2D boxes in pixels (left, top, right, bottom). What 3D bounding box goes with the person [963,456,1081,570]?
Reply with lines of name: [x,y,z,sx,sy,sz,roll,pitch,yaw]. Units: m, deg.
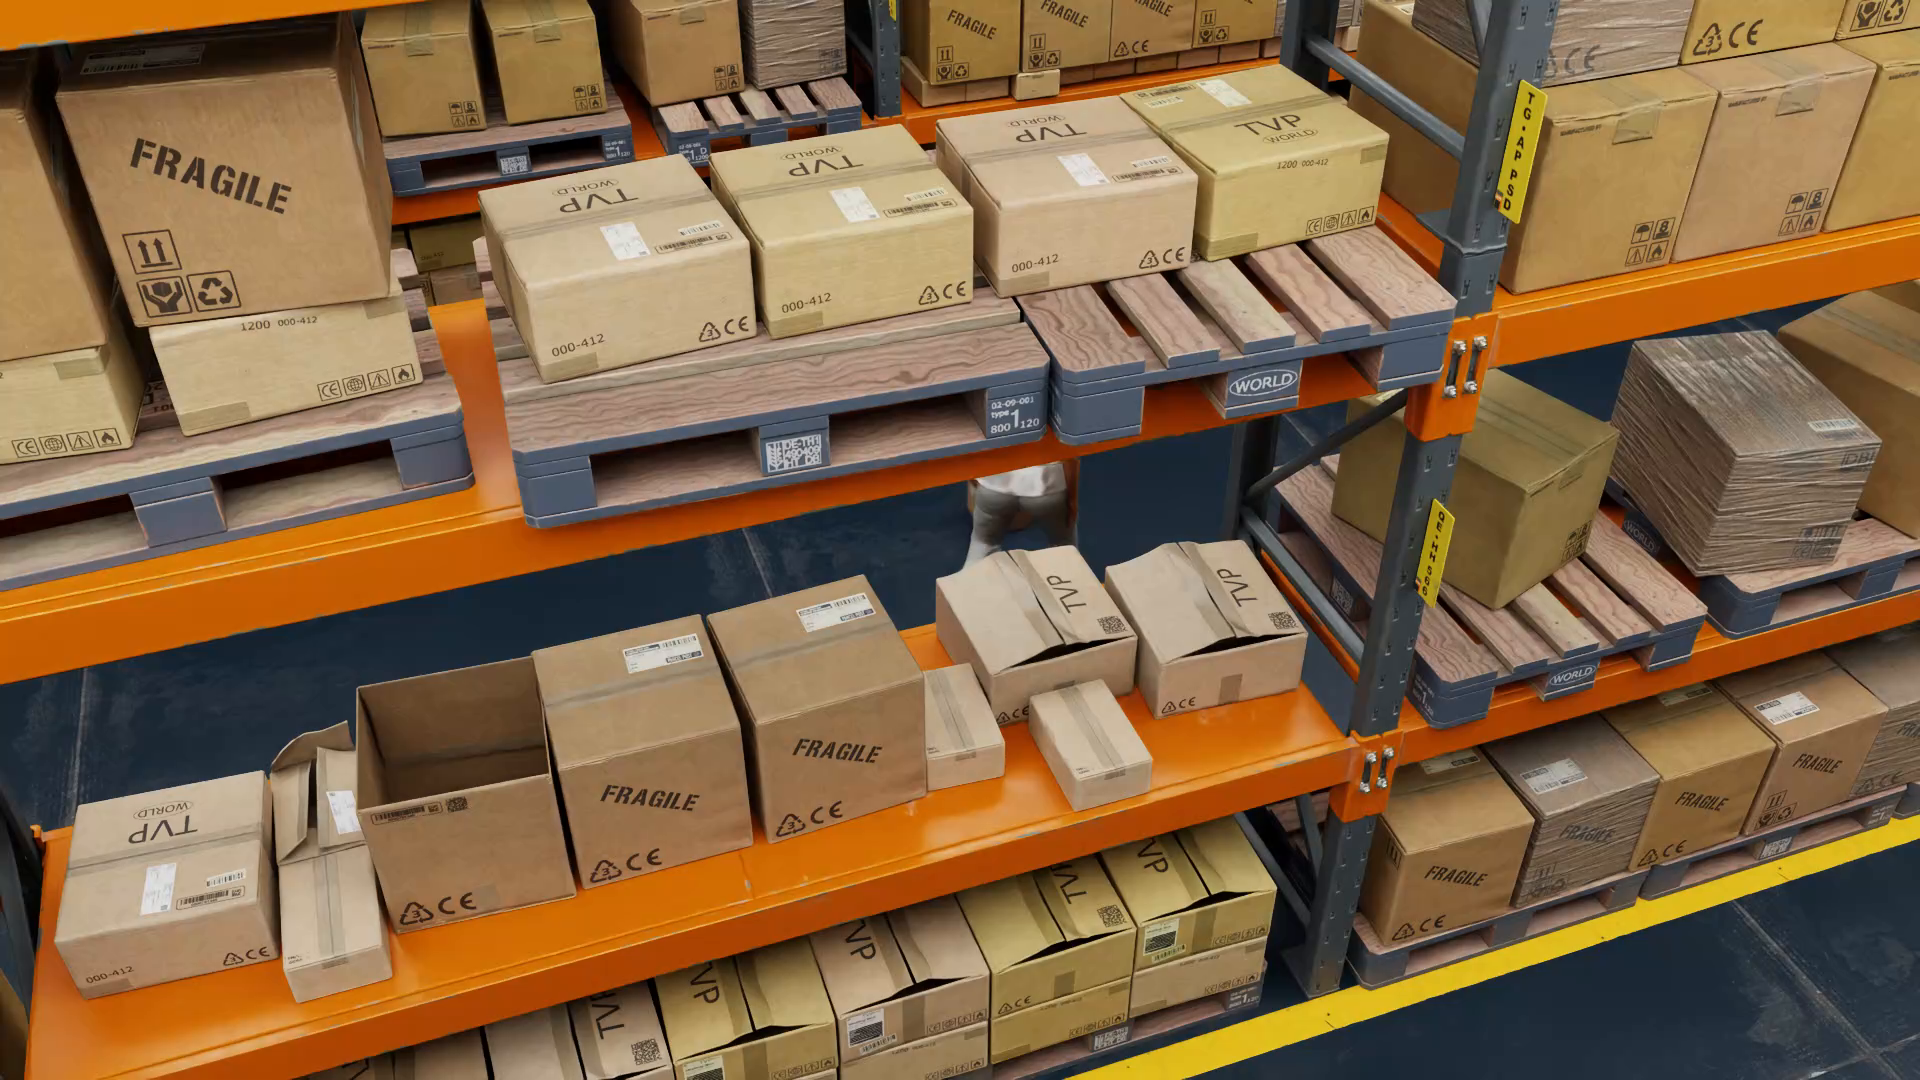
person: [0.239,-0.238,7.091,0.556,1.638,0.691,13,40,16]
